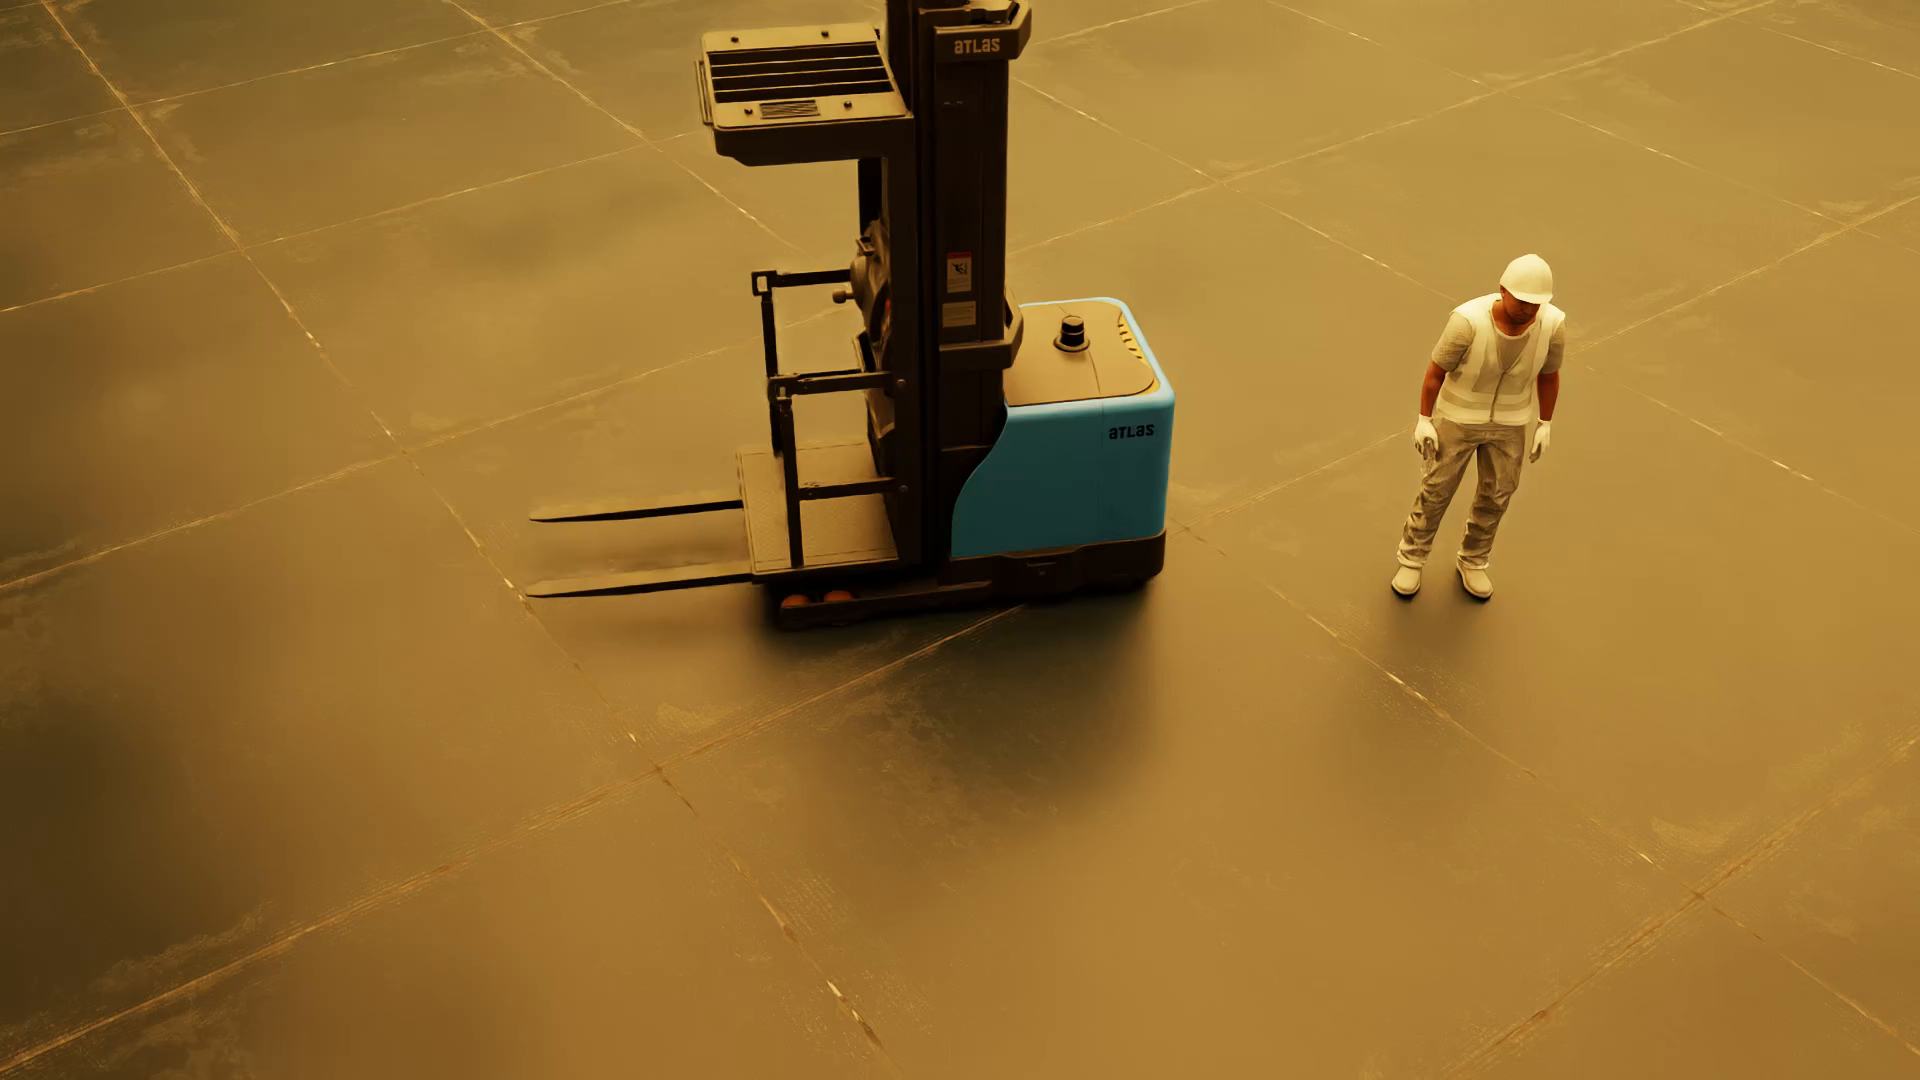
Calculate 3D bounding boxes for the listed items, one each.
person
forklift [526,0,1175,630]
[{"bbox_3d":[2.403,-0.523,7.630,0.624,1.773,0.451,2,37,2],"label":"person"},{"bbox_3d":[-0.576,-1.096,7.427,3.031,2.935,1.130,-6,37,-8],"label":"forklift"}]
